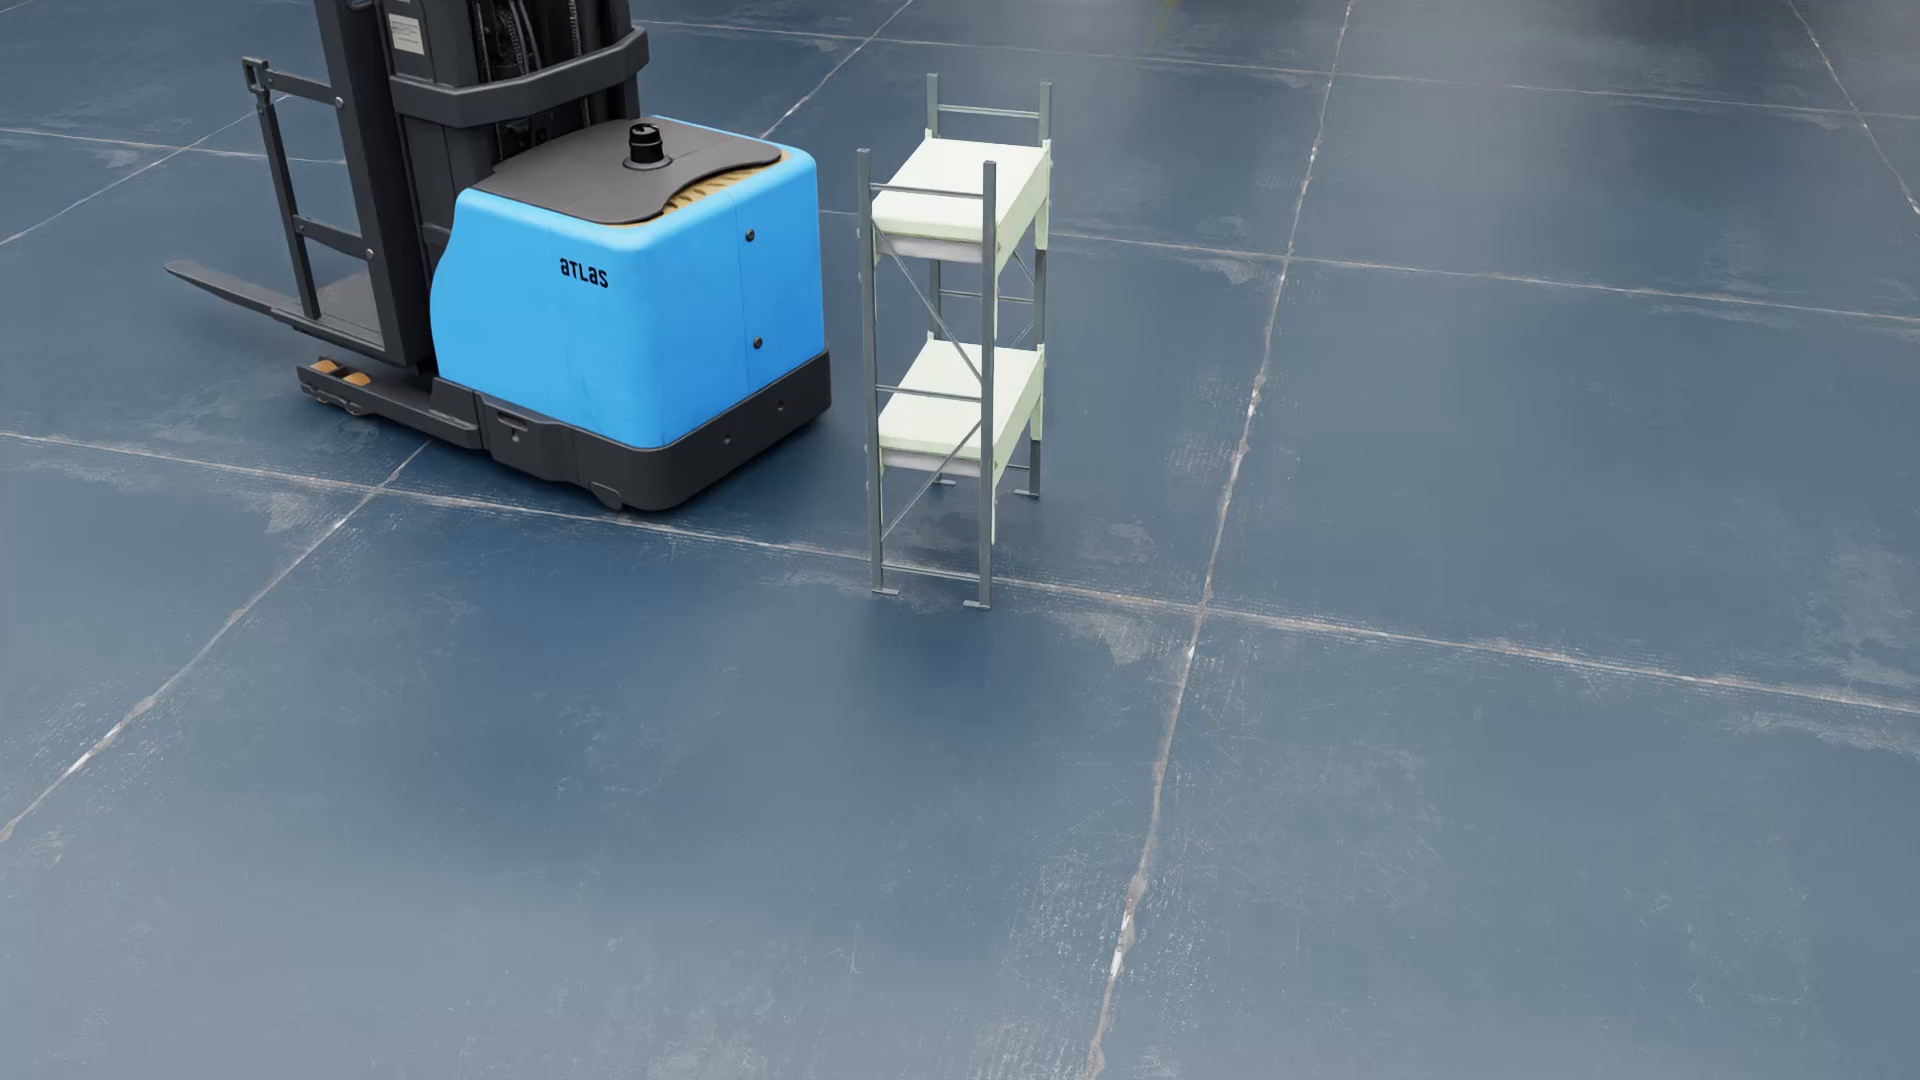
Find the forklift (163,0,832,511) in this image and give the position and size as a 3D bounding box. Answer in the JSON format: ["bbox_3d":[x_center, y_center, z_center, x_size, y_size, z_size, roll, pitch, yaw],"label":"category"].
[{"bbox_3d":[-2.009,-1.939,6.067,3.031,2.935,1.130,20,37,28],"label":"forklift"}]

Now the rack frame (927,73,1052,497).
[{"bbox_3d":[0.091,-0.819,5.641,0.400,1.500,0.023,8,33,12],"label":"rack frame"}]

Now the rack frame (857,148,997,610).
[{"bbox_3d":[-0.095,-0.440,5.043,0.400,1.500,0.023,8,33,12],"label":"rack frame"}]

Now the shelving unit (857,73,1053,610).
[{"bbox_3d":[-0.002,-0.629,5.342,0.431,1.500,0.755,8,33,12],"label":"shelving unit"}]

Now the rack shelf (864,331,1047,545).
[{"bbox_3d":[-0.002,-0.354,5.517,0.431,0.370,0.720,8,33,12],"label":"rack shelf"}]

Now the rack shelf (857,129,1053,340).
[{"bbox_3d":[-0.002,-0.959,5.133,0.431,0.370,0.720,8,33,12],"label":"rack shelf"}]
